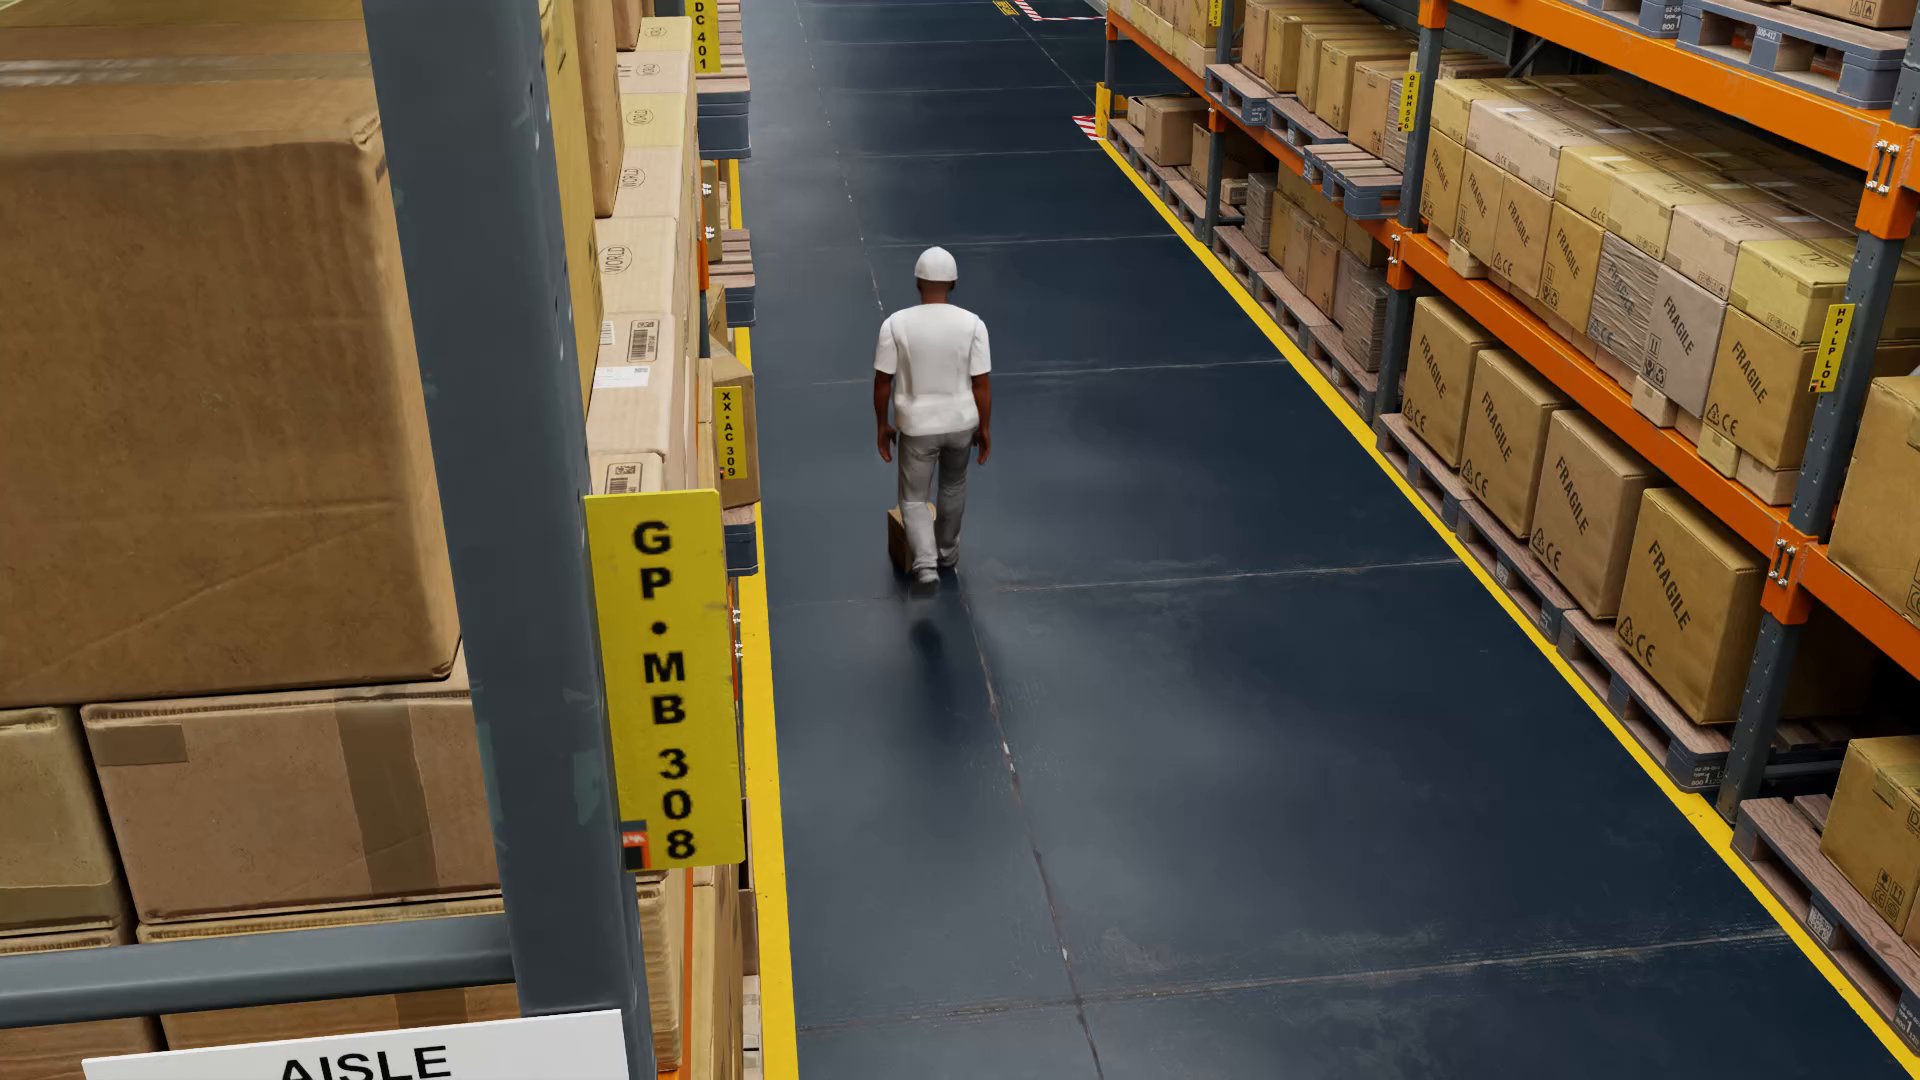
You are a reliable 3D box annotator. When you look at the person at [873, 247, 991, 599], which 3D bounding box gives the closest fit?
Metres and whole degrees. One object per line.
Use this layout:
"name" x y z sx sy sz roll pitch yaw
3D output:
"person" -0.131 -0.543 8.176 0.574 1.734 0.948 -3 27 -6
